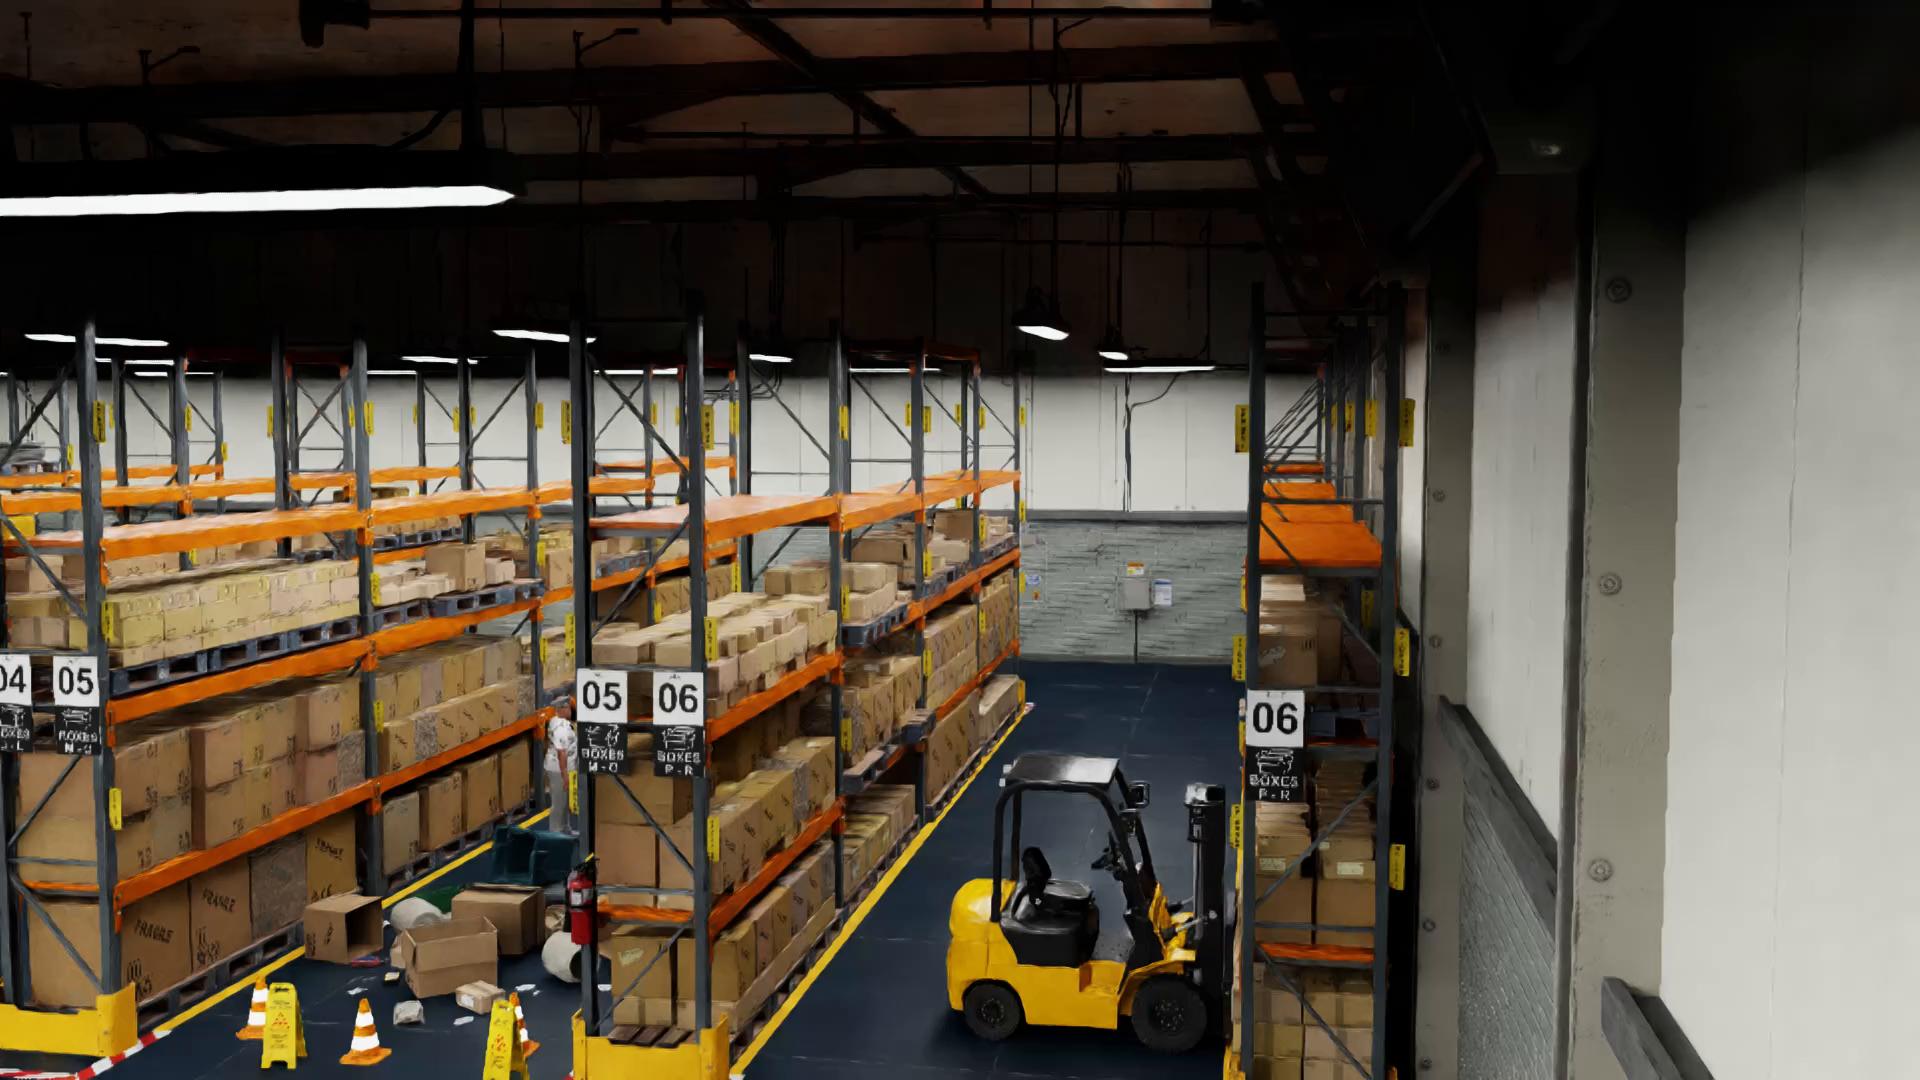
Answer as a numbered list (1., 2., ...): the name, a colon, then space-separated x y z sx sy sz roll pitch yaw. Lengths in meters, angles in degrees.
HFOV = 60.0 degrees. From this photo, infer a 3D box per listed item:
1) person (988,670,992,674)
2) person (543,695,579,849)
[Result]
1. person: 0.356 1.786 31.808 0.565 1.659 0.502 -4 6 -42
2. person: -4.633 2.704 19.517 0.492 1.765 0.628 -2 5 -19
